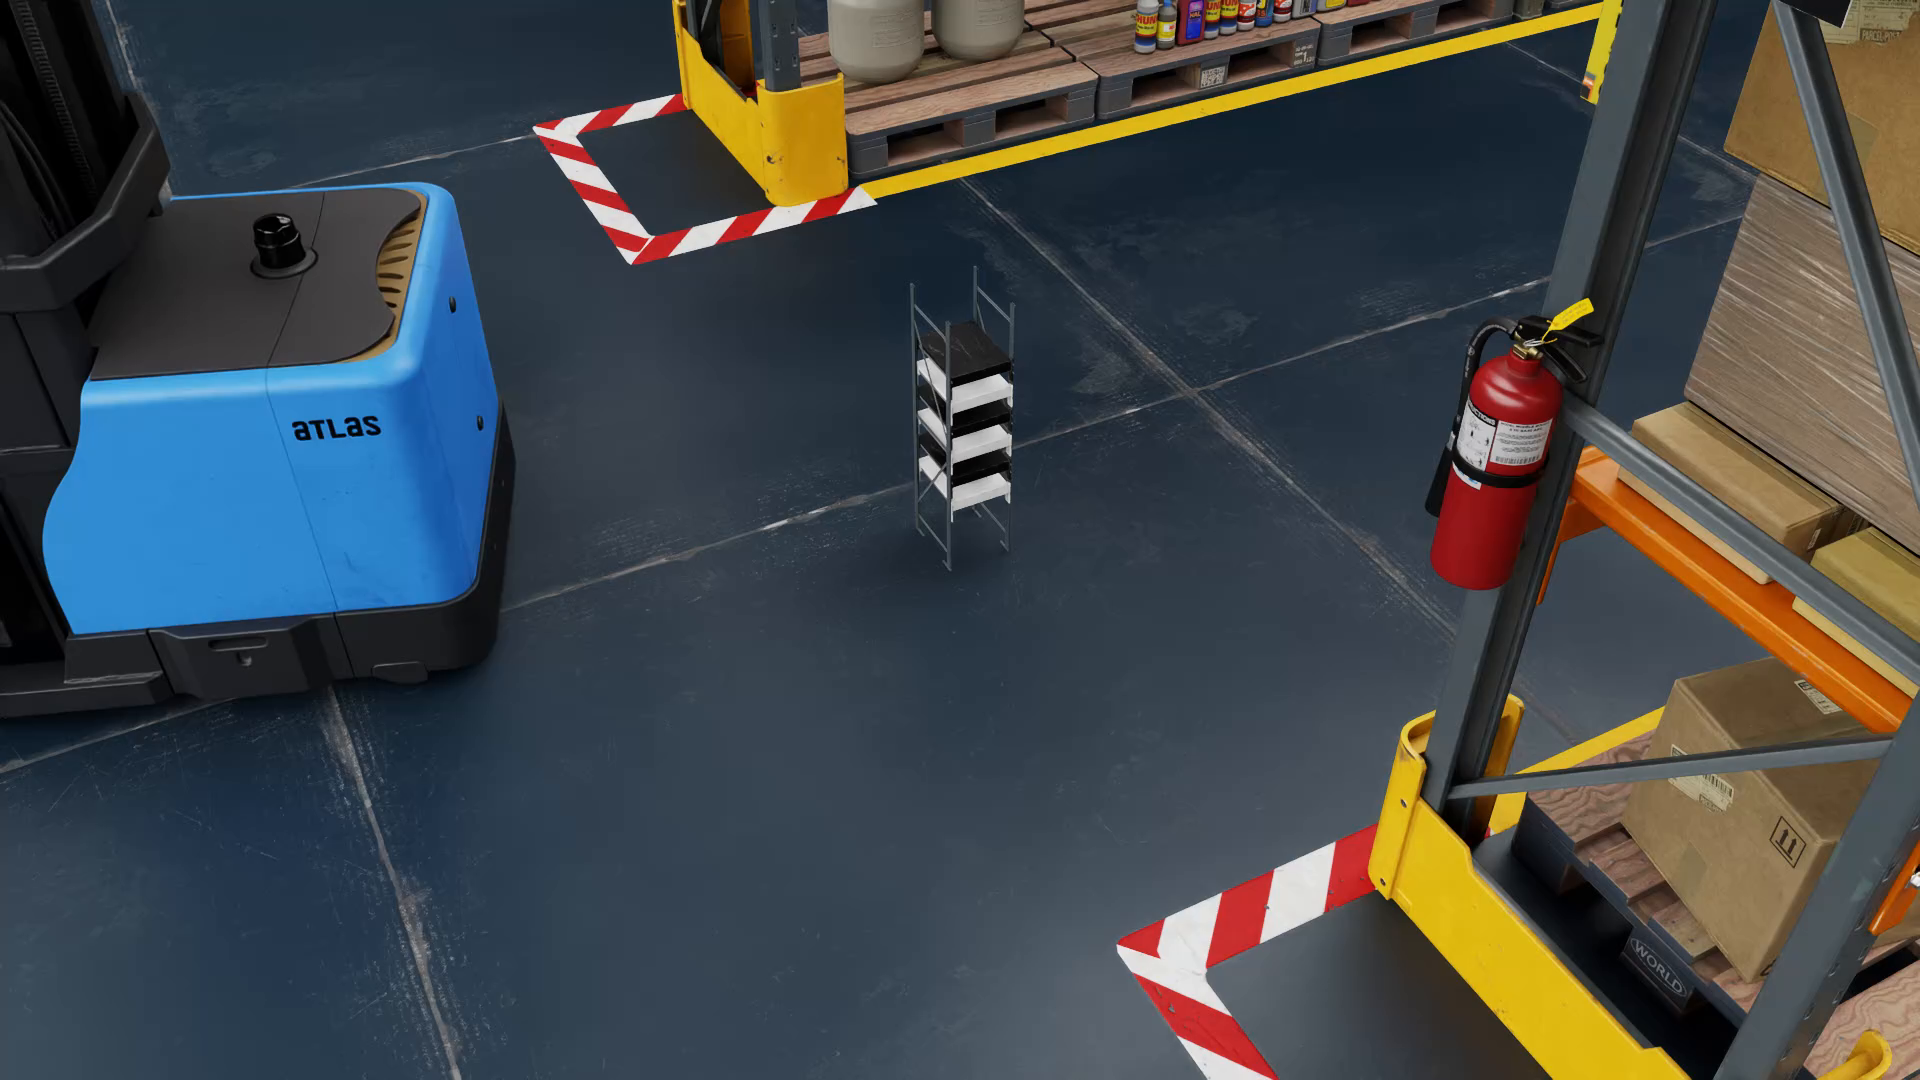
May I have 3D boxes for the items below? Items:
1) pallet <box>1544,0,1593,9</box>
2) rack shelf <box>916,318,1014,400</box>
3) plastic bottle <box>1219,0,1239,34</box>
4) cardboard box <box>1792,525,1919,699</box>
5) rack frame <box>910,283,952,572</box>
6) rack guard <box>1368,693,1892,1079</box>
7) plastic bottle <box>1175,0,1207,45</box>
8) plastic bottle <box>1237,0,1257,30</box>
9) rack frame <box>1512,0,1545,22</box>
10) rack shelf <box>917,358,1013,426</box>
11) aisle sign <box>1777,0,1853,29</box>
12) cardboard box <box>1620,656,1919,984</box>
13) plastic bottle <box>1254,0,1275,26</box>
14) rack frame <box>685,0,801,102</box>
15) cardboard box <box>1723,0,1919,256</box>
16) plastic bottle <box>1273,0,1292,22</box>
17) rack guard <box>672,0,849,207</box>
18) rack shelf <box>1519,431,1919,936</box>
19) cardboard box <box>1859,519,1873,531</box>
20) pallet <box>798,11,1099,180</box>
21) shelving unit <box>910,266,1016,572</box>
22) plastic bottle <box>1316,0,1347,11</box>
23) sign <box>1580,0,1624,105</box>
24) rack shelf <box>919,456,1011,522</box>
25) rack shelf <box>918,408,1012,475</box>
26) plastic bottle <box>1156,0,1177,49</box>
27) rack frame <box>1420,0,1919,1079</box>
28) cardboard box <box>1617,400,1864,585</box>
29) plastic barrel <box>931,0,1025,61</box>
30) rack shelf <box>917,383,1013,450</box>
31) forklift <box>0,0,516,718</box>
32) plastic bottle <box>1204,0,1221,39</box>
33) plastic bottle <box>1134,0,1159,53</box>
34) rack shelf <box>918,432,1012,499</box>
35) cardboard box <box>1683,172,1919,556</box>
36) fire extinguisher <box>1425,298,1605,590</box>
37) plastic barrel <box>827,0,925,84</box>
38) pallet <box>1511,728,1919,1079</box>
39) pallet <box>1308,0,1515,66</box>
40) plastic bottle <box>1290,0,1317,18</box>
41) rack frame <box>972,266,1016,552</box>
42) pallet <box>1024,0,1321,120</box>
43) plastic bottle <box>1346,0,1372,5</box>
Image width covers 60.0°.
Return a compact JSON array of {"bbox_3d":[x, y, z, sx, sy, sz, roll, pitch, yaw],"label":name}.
[{"bbox_3d":[3.312,-3.229,8.902,1.213,0.211,1.003,-19,44,-21],"label":"pallet"},{"bbox_3d":[0.007,-0.527,4.809,0.200,0.077,0.258,-19,44,-21],"label":"rack shelf"},{"bbox_3d":[1.230,-2.464,7.611,0.097,0.271,0.097,0,40,0],"label":"plastic bottle"},{"bbox_3d":[1.736,0.142,2.955,0.250,0.149,0.380,-19,44,-21],"label":"cardboard box"},{"bbox_3d":[-0.083,-0.316,4.926,0.006,0.900,0.240,-19,44,-21],"label":"rack frame"},{"bbox_3d":[1.441,0.926,3.769,0.348,0.500,1.175,-19,44,-21],"label":"rack guard"},{"bbox_3d":[1.047,-2.394,7.518,0.133,0.283,0.061,-18,43,-20],"label":"plastic bottle"},{"bbox_3d":[1.318,-2.467,7.668,0.097,0.201,0.097,0,40,0],"label":"plastic bottle"},{"bbox_3d":[2.633,-4.037,7.697,0.127,3.000,1.000,-19,44,-21],"label":"rack frame"},{"bbox_3d":[0.007,-0.458,4.867,0.200,0.077,0.258,-19,44,-21],"label":"rack shelf"},{"bbox_3d":[1.180,-1.151,2.276,0.004,0.787,0.394,-19,44,-21],"label":"aisle sign"},{"bbox_3d":[1.935,0.612,3.815,0.500,0.500,0.500,-11,41,-13],"label":"cardboard box"},{"bbox_3d":[1.410,-2.525,7.682,0.097,0.271,0.097,0,40,0],"label":"plastic bottle"},{"bbox_3d":[-0.914,-2.843,6.287,0.127,3.000,1.000,-19,44,-21],"label":"rack frame"},{"bbox_3d":[1.747,-0.844,2.844,0.500,0.500,0.500,-19,44,-21],"label":"cardboard box"},{"bbox_3d":[1.501,-2.529,7.741,0.097,0.201,0.097,0,40,0],"label":"plastic bottle"},{"bbox_3d":[-0.869,-1.939,7.153,0.348,0.500,1.175,-19,44,-21],"label":"rack guard"},{"bbox_3d":[3.147,-0.327,3.872,4.000,0.370,1.077,-19,44,-21],"label":"rack shelf"},{"bbox_3d":[1.753,-0.187,3.343,0.250,0.149,0.380,-19,44,-21],"label":"cardboard box"},{"bbox_3d":[-0.146,-2.068,7.530,1.213,0.211,1.003,-19,44,-21],"label":"pallet"},{"bbox_3d":[0.007,-0.346,4.962,0.210,0.900,0.258,-19,44,-21],"label":"shelving unit"},{"bbox_3d":[1.739,-2.683,7.807,0.185,0.351,0.144,-19,44,-21],"label":"plastic bottle"},{"bbox_3d":[1.135,-0.892,2.841,0.005,0.325,0.100,-19,44,-21],"label":"sign"},{"bbox_3d":[0.007,-0.183,5.100,0.200,0.077,0.258,-19,44,-21],"label":"rack shelf"},{"bbox_3d":[0.007,-0.320,4.984,0.200,0.077,0.258,-19,44,-21],"label":"rack shelf"},{"bbox_3d":[0.929,-2.336,7.514,0.097,0.201,0.097,0,40,0],"label":"plastic bottle"},{"bbox_3d":[1.374,-0.005,2.934,0.127,3.000,1.000,-19,44,-21],"label":"rack frame"},{"bbox_3d":[1.531,-0.112,3.256,0.250,0.149,0.380,-19,44,-21],"label":"cardboard box"},{"bbox_3d":[0.079,-2.444,7.416,0.421,0.512,0.421,0,40,0],"label":"plastic barrel"},{"bbox_3d":[0.007,-0.389,4.925,0.200,0.077,0.258,-19,44,-21],"label":"rack shelf"},{"bbox_3d":[-2.897,-0.916,4.063,3.031,2.935,1.130,-5,40,-6],"label":"forklift"},{"bbox_3d":[1.142,-2.435,7.576,0.097,0.271,0.097,0,40,0],"label":"plastic bottle"},{"bbox_3d":[0.838,-2.332,7.455,0.097,0.271,0.097,0,40,0],"label":"plastic bottle"},{"bbox_3d":[0.007,-0.252,5.042,0.200,0.077,0.258,-19,44,-21],"label":"rack shelf"},{"bbox_3d":[1.874,-0.305,2.981,0.500,0.500,0.875,-19,44,-21],"label":"cardboard box"},{"bbox_3d":[1.059,-0.205,3.231,0.183,0.674,0.296,-19,44,-21],"label":"fire extinguisher"},{"bbox_3d":[-0.366,-2.294,7.239,0.421,0.512,0.421,0,40,0],"label":"plastic barrel"},{"bbox_3d":[2.178,0.814,4.124,1.213,0.211,1.003,-19,44,-21],"label":"pallet"},{"bbox_3d":[2.018,-2.796,8.390,1.213,0.211,1.003,-19,44,-21],"label":"pallet"},{"bbox_3d":[1.593,-2.608,7.777,0.135,0.276,0.152,-18,43,-20],"label":"plastic bottle"},{"bbox_3d":[0.097,-0.376,4.998,0.006,0.900,0.240,-19,44,-21],"label":"rack frame"},{"bbox_3d":[0.935,-2.429,7.957,1.213,0.211,1.003,-19,44,-21],"label":"pallet"},{"bbox_3d":[1.900,-2.681,7.857,0.133,0.283,0.061,-16,43,-18],"label":"plastic bottle"}]
